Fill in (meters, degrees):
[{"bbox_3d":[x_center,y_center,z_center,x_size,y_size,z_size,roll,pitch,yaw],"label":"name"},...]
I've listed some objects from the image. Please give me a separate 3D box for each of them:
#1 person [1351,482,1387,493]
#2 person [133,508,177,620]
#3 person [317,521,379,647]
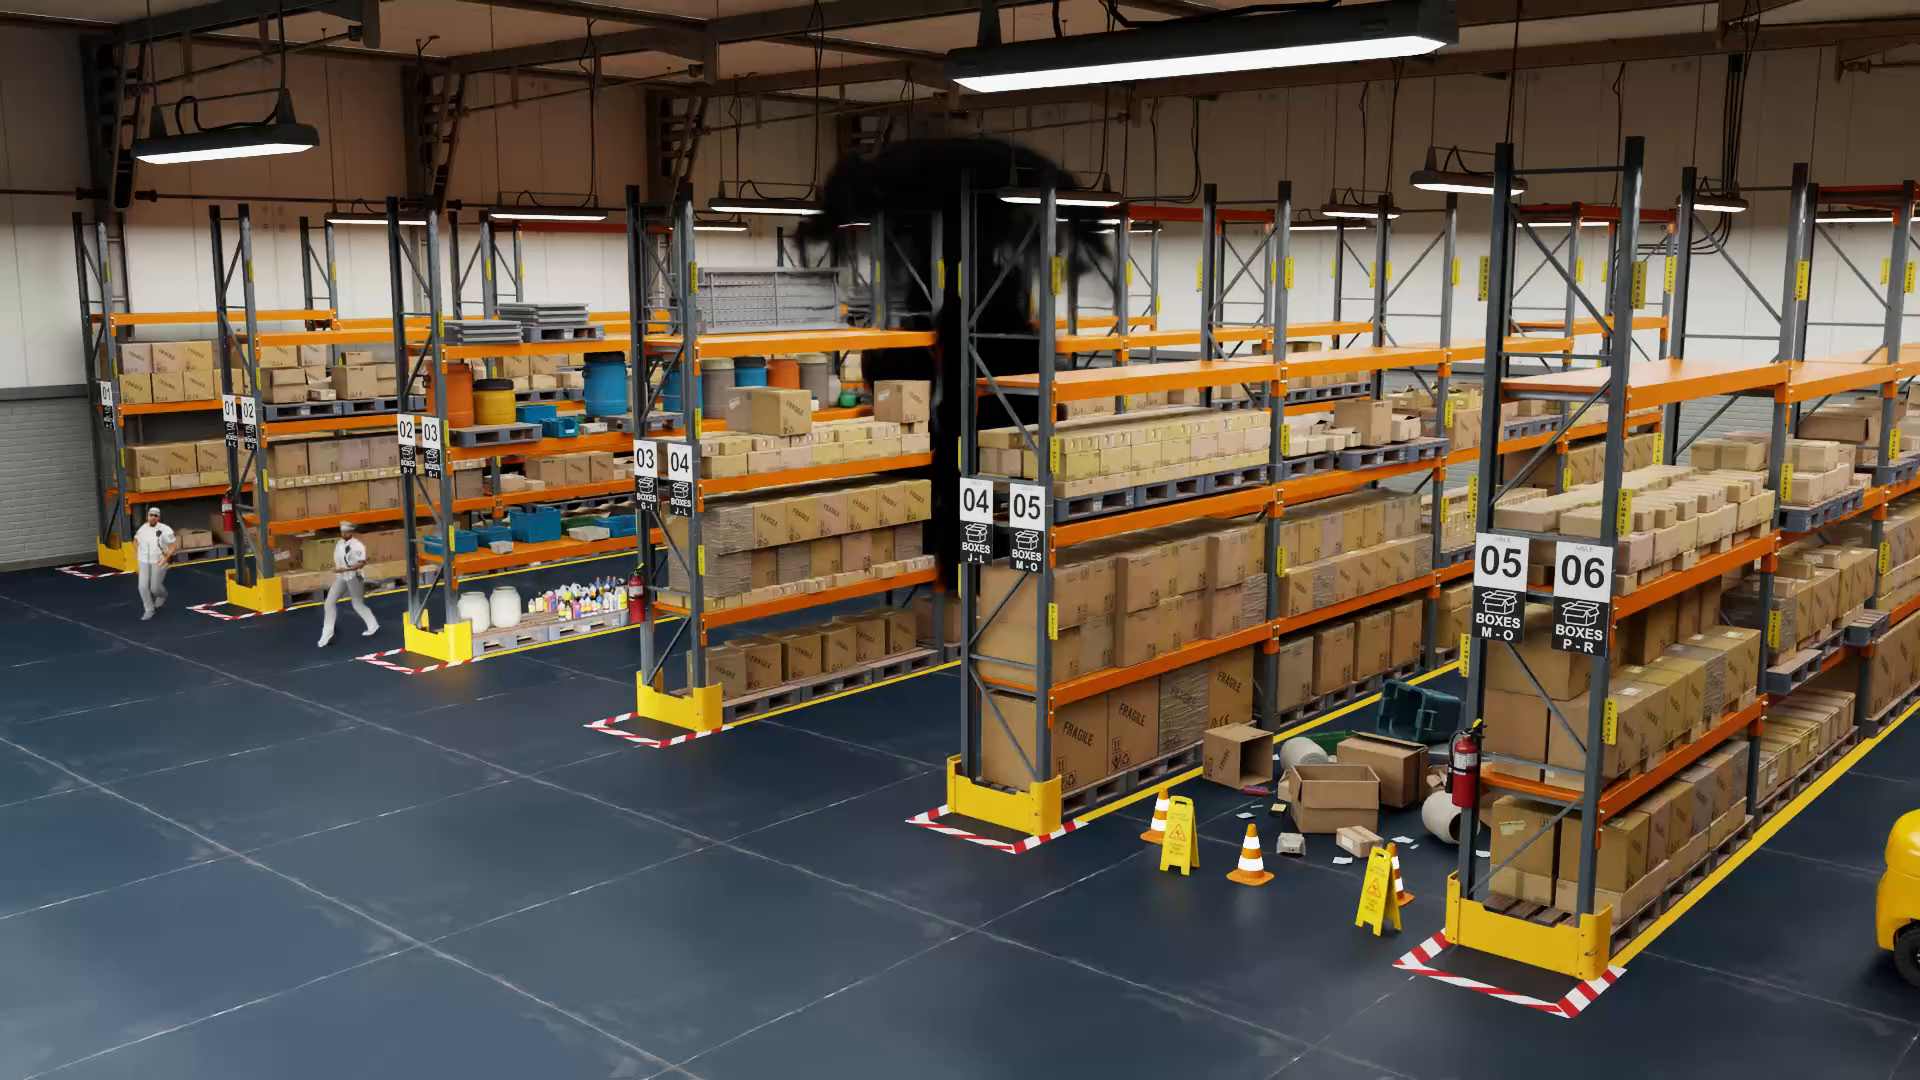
[{"bbox_3d":[6.681,-0.250,27.289,0.711,1.782,1.050,5,11,29],"label":"person"},{"bbox_3d":[-11.859,0.323,24.524,0.635,1.633,0.581,-1,10,-6],"label":"person"},{"bbox_3d":[-8.372,0.574,22.795,0.579,1.718,0.847,4,10,24],"label":"person"}]
